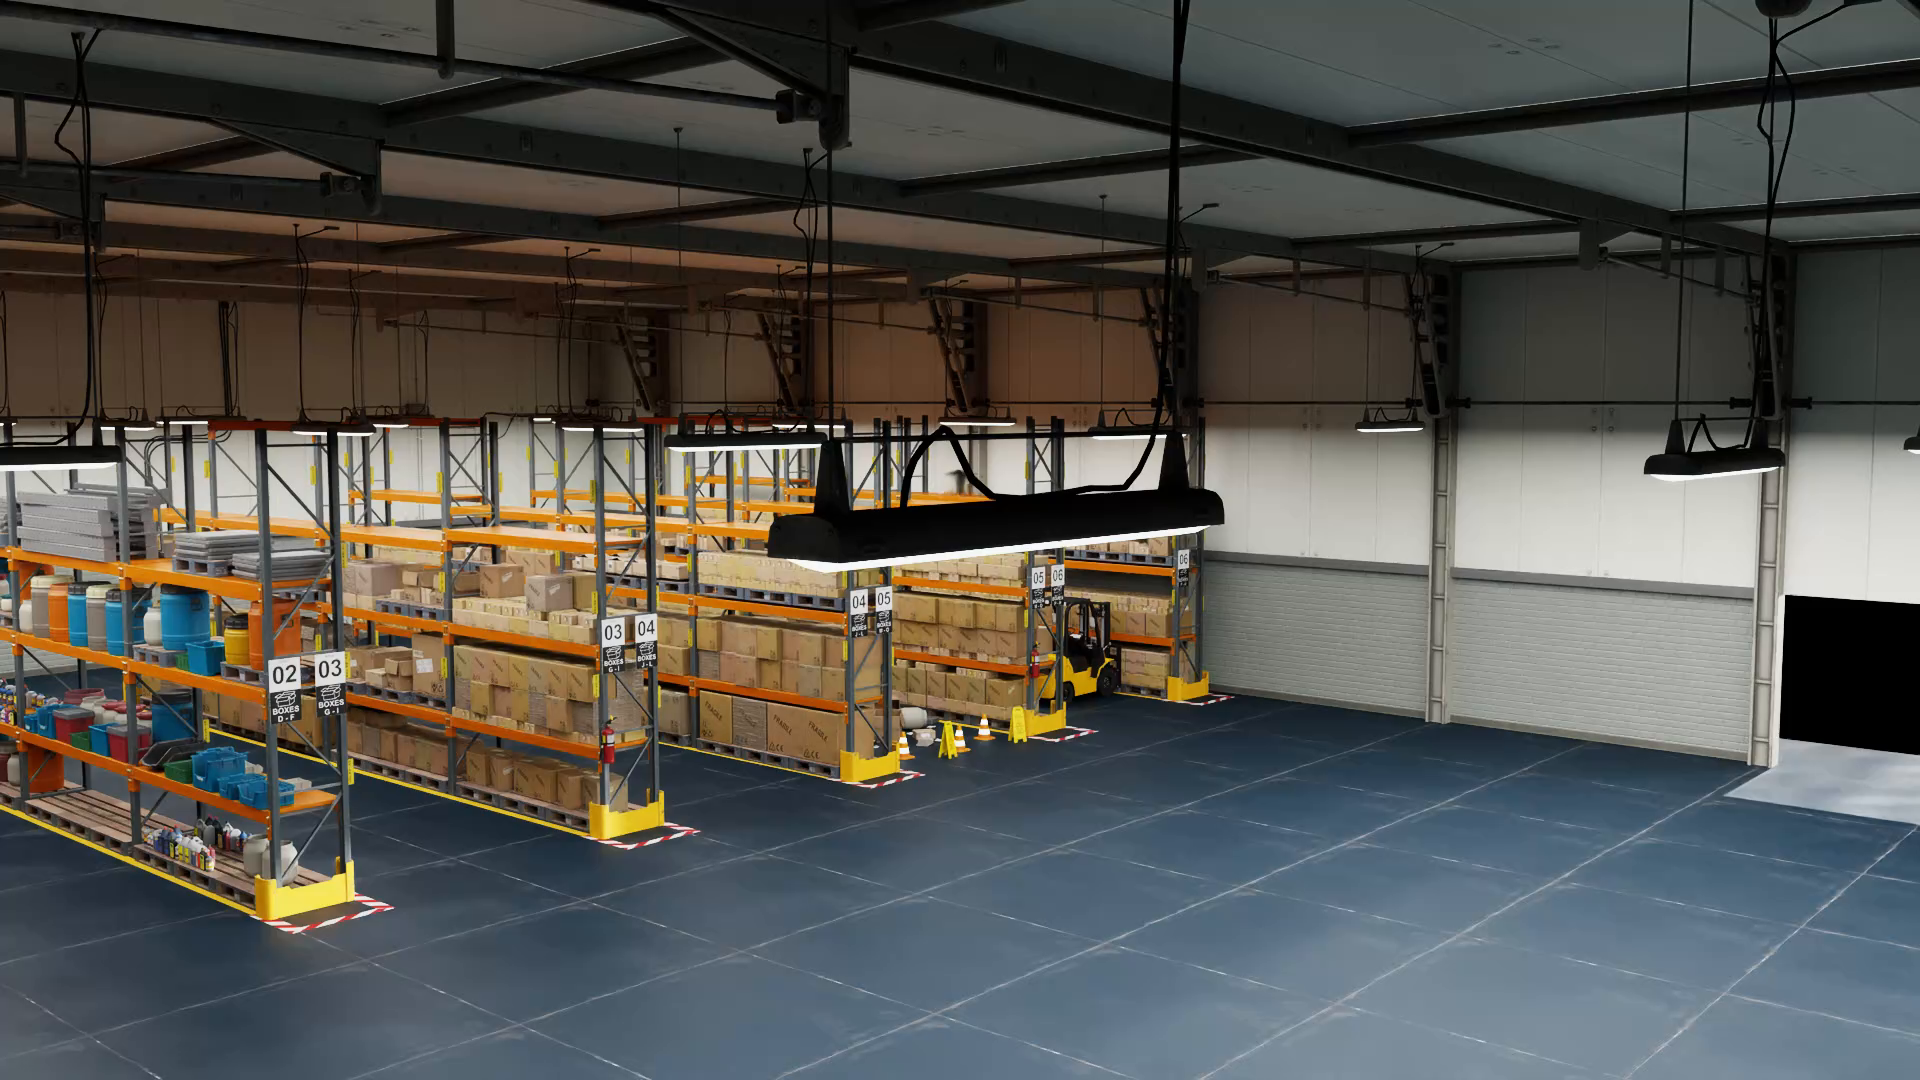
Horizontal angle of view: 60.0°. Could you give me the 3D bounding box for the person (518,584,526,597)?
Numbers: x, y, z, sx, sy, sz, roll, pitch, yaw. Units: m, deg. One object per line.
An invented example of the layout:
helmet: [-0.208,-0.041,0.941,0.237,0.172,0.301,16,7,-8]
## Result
person: [-11.791,1.806,44.400,0.626,1.648,1.056,3,5,28]

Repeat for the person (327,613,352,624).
person: [-14.956,2.155,40.038,0.584,1.651,0.988,-1,5,-10]
